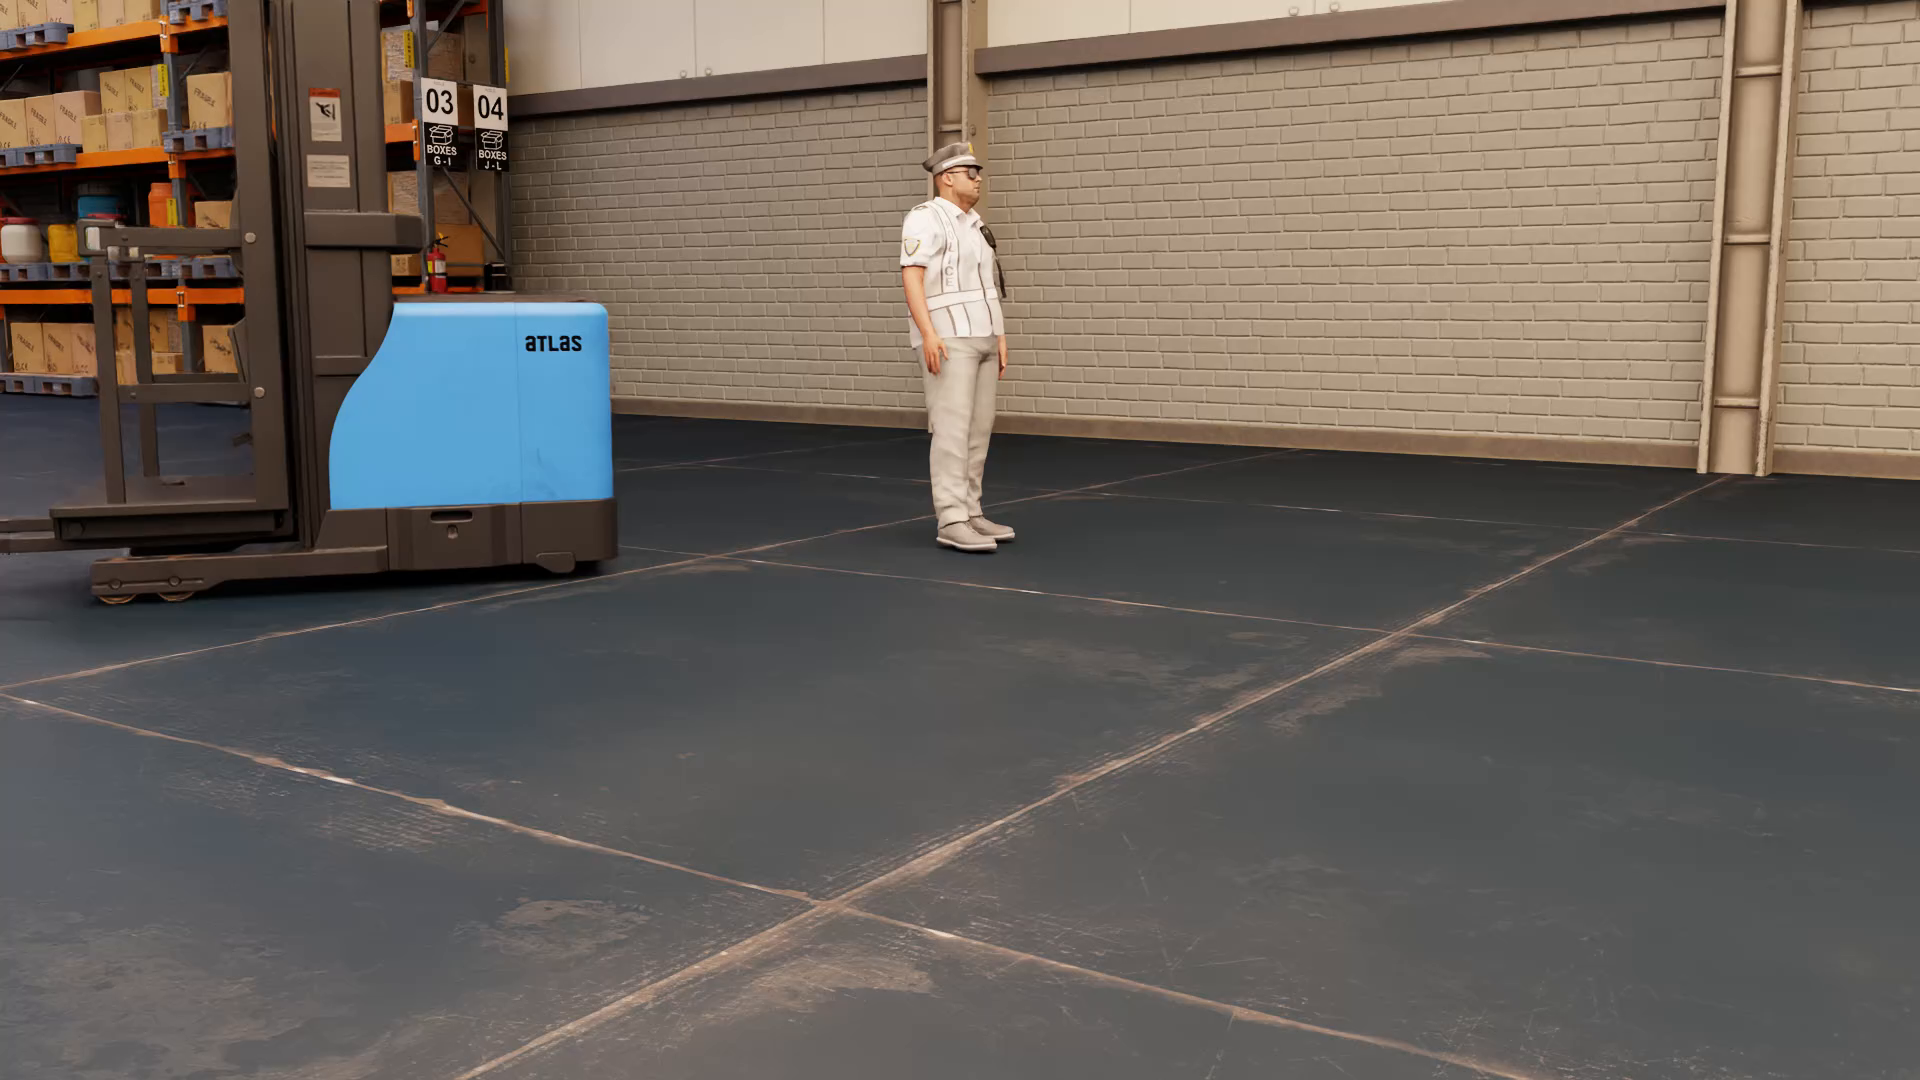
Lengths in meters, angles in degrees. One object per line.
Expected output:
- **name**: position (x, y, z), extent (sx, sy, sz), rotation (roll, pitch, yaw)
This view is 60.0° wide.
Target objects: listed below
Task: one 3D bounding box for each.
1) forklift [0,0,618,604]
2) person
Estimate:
- **forklift**: position (-2.936, -1.303, 6.355), extent (3.031, 2.935, 1.130), rotation (-3, 9, -19)
- **person**: position (0.058, -0.882, 7.424), extent (0.574, 1.780, 0.641), rotation (5, 10, 34)
